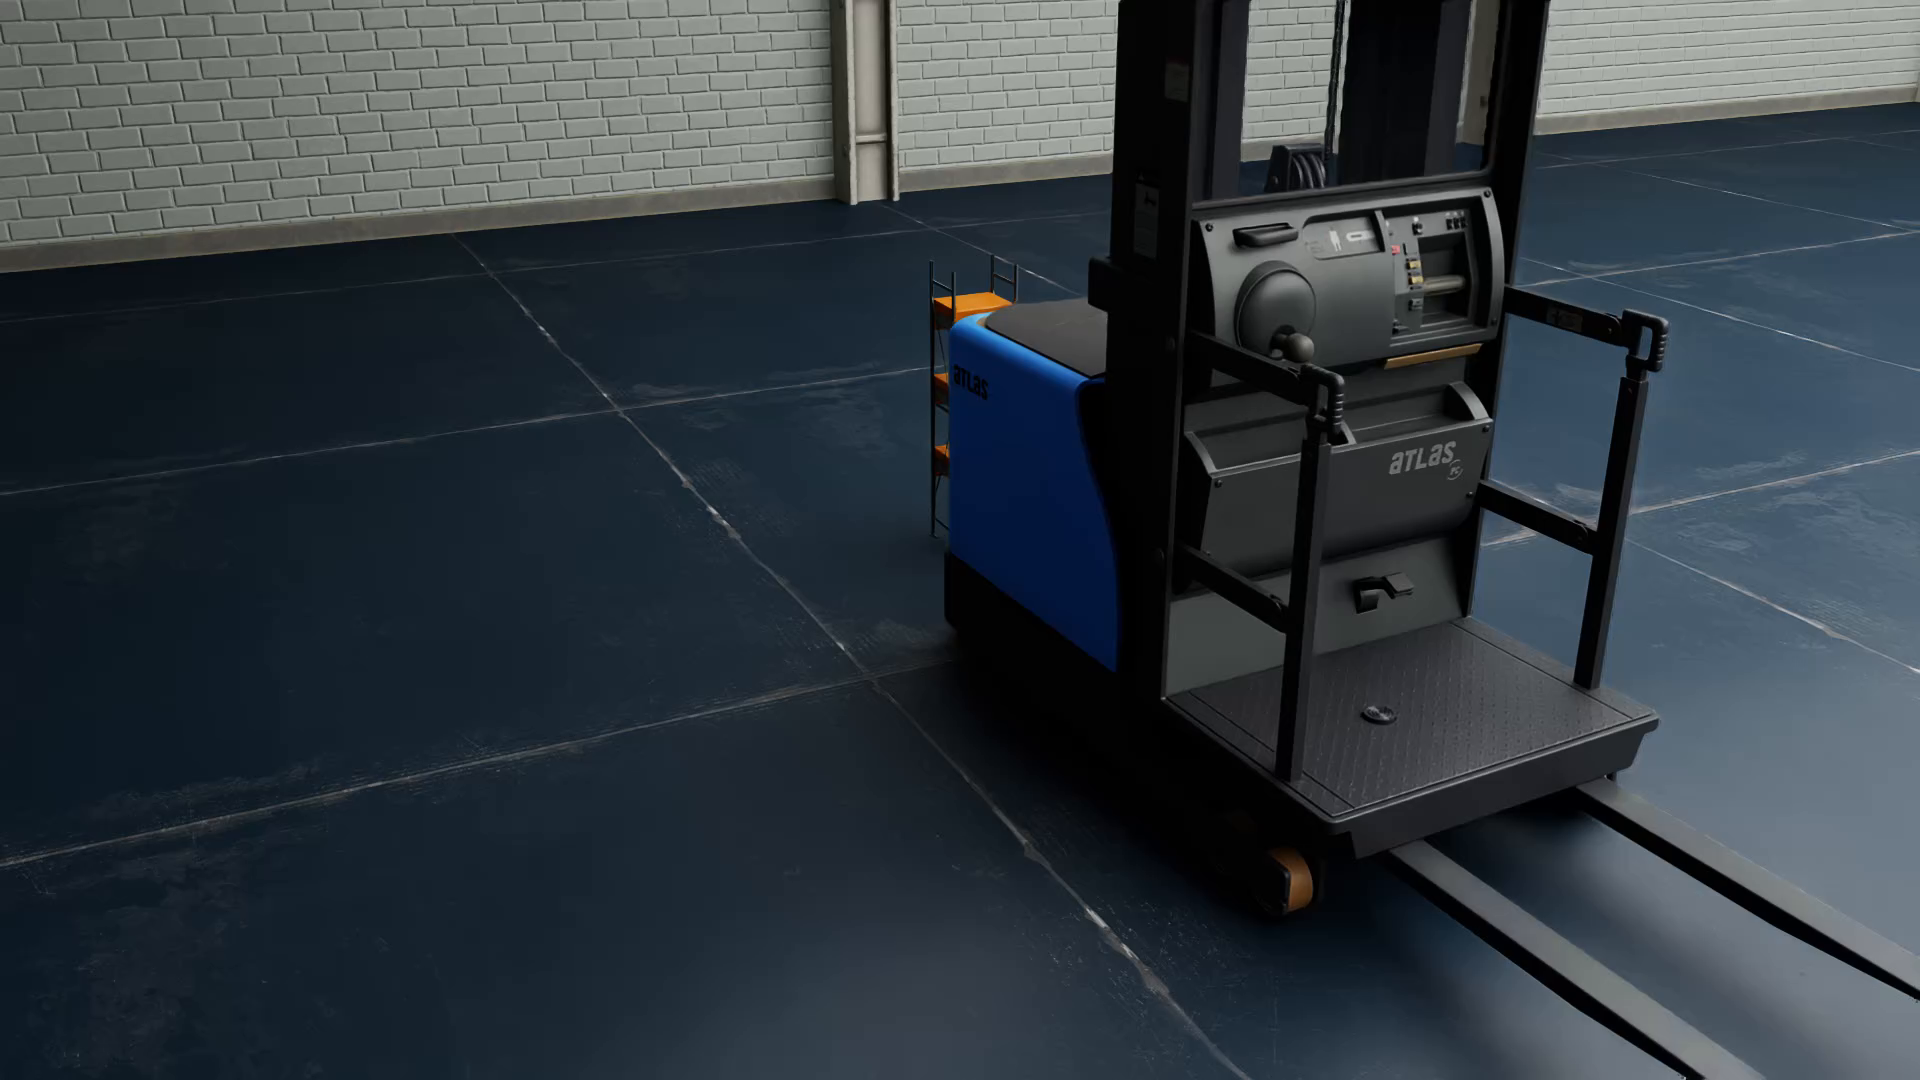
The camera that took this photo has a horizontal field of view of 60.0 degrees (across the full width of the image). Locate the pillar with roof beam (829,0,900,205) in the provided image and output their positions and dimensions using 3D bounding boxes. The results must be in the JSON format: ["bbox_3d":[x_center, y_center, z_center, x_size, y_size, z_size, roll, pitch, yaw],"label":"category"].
[{"bbox_3d":[1.176,-5.217,7.087,0.400,9.000,9.100,-10,25,-24],"label":"pillar with roof beam"}]

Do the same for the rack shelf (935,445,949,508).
[{"bbox_3d":[0.048,-0.227,6.181,0.240,0.259,0.215,-10,25,-24],"label":"rack shelf"}]

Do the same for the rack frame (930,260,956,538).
[{"bbox_3d":[-0.062,-0.474,6.022,0.008,1.050,0.200,-10,25,-24],"label":"rack frame"}]

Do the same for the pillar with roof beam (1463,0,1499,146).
[{"bbox_3d":[6.582,-6.212,9.492,0.400,9.000,9.100,-10,25,-24],"label":"pillar with roof beam"}]

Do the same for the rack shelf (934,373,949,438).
[{"bbox_3d":[0.048,-0.484,6.075,0.240,0.259,0.215,-10,25,-24],"label":"rack shelf"}]

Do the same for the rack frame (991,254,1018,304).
[{"bbox_3d":[0.158,-0.514,6.120,0.008,1.050,0.200,-10,25,-24],"label":"rack frame"}]

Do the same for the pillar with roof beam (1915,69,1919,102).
[{"bbox_3d":[11.988,-7.207,11.896,0.400,9.000,9.100,-10,25,-24],"label":"pillar with roof beam"}]

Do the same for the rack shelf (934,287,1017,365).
[{"bbox_3d":[0.048,-0.746,5.966,0.240,0.259,0.215,-10,25,-24],"label":"rack shelf"}]

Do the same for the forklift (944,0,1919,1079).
[{"bbox_3d":[1.089,-0.639,3.961,1.130,2.935,3.031,-12,25,-26],"label":"forklift"}]

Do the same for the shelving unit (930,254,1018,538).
[{"bbox_3d":[0.048,-0.494,6.071,0.252,1.050,0.215,-10,25,-24],"label":"shelving unit"}]
